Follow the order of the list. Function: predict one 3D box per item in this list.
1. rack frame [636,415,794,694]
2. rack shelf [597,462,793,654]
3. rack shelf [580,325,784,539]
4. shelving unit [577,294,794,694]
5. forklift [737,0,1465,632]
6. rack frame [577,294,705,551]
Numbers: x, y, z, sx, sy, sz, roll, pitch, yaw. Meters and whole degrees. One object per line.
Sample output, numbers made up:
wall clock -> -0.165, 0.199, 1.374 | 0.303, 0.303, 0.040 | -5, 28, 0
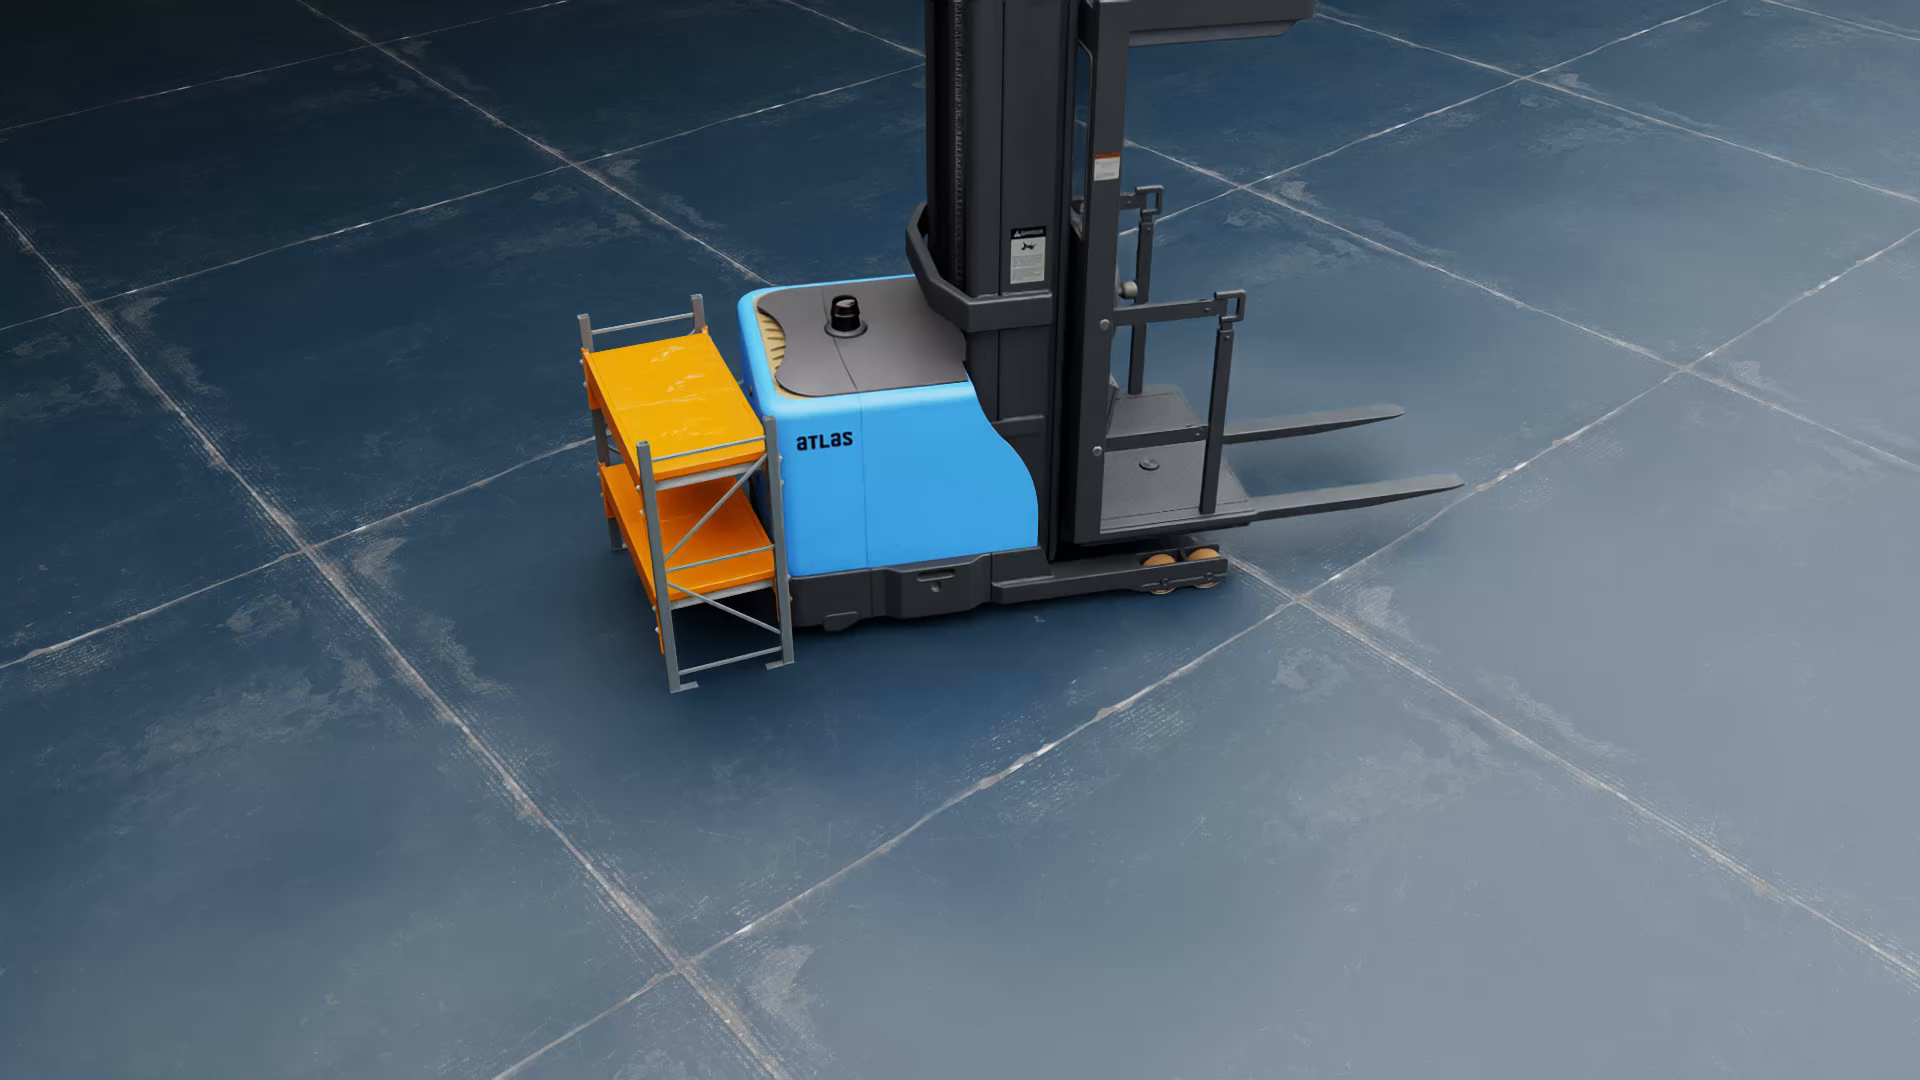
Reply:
rack frame -> -0.891, 0.073, 6.174 | 0.500, 1.125, 0.032 | -13, 37, -18
rack shelf -> -1.082, 0.000, 6.700 | 0.538, 0.278, 1.000 | -13, 37, -18
rack shelf -> -1.082, -0.438, 6.389 | 0.538, 0.278, 1.000 | -13, 37, -18
shelving unit -> -1.082, -0.200, 6.559 | 0.538, 1.125, 1.048 | -13, 37, -18
forklift -> 0.643, -1.261, 6.494 | 3.031, 2.935, 1.130 | -7, 36, -10
rack frame -> -1.272, -0.472, 6.943 | 0.500, 1.125, 0.032 | -13, 37, -18
